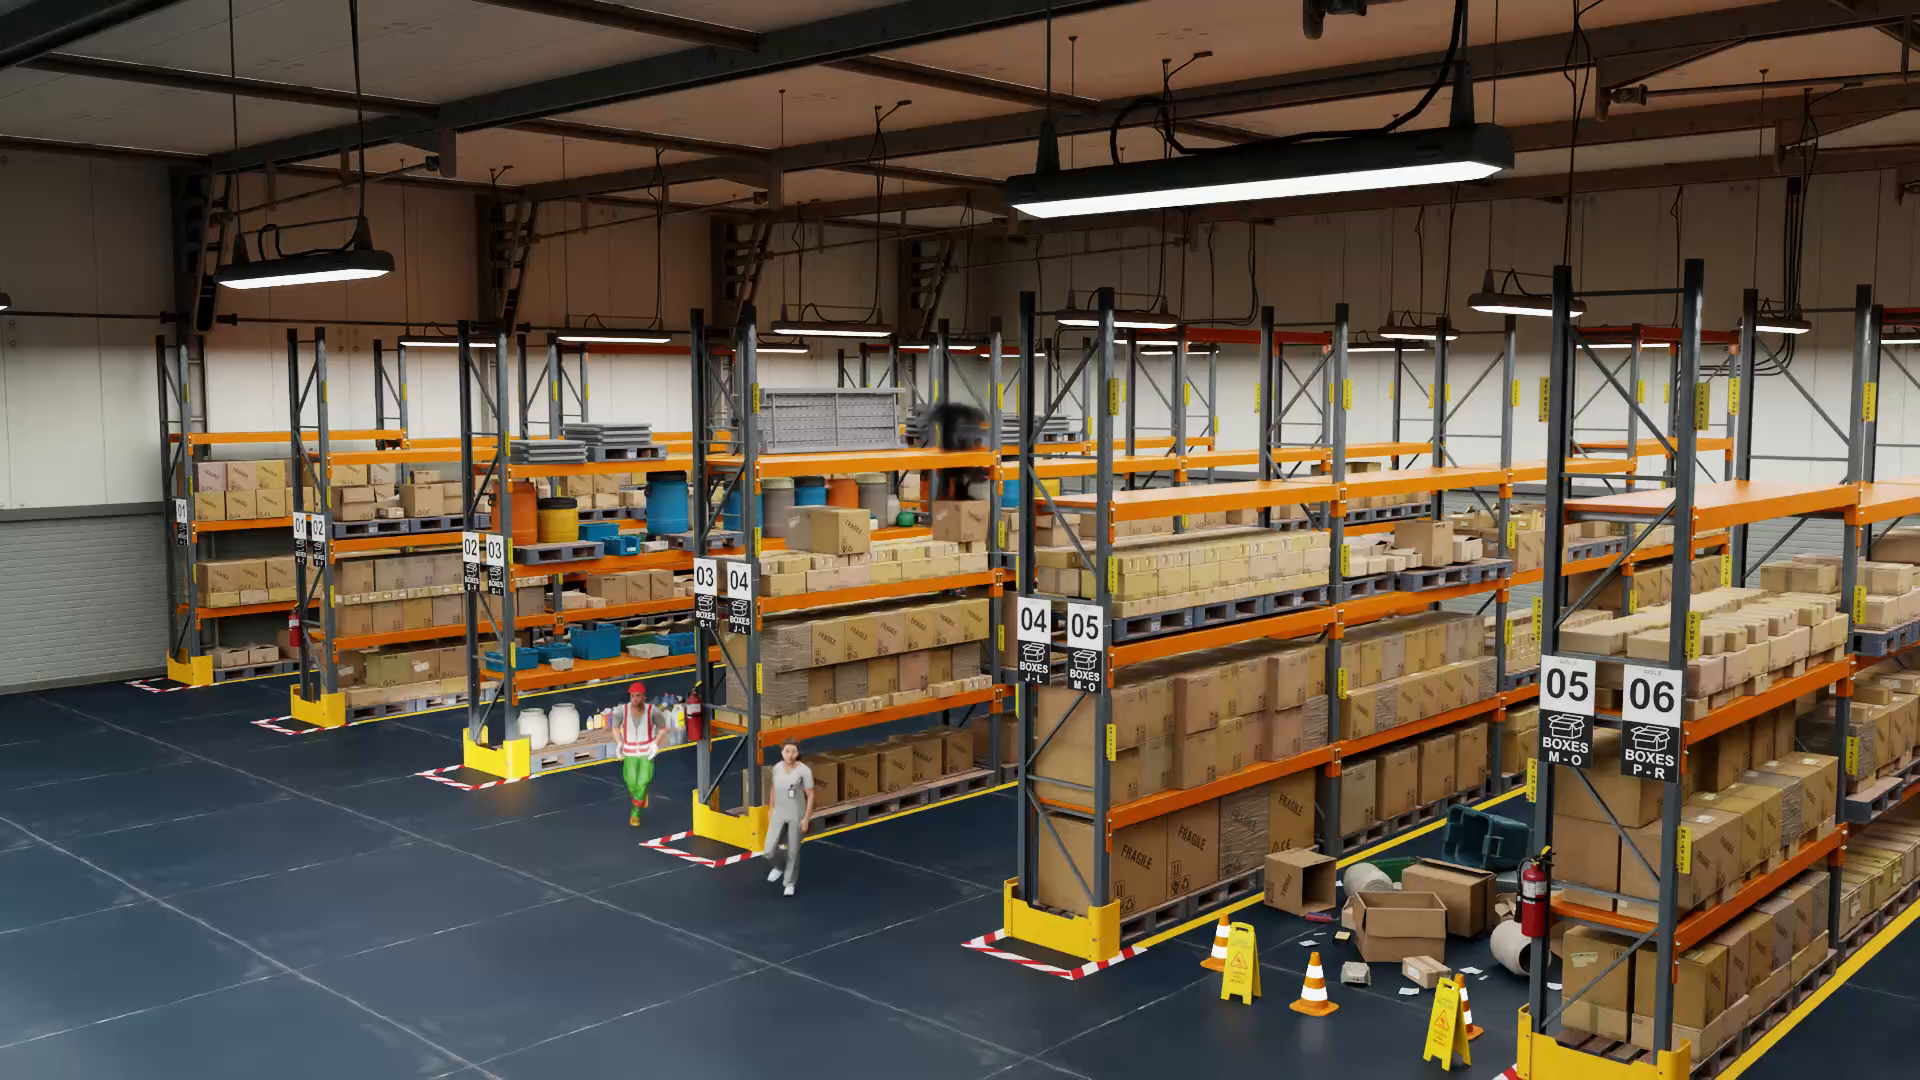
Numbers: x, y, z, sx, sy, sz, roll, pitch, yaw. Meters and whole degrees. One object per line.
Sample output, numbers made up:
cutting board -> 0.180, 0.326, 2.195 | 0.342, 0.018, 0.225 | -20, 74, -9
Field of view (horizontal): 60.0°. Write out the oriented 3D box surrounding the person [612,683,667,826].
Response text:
person -> -3.776, 2.492, 19.612 | 0.643, 1.697, 0.667 | 0, 5, -3

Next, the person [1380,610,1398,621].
person -> 7.007, 1.840, 26.778 | 0.901, 1.690, 0.610 | -5, 7, -42

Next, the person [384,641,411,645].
person -> -9.919, 1.617, 29.204 | 0.753, 1.668, 1.035 | 1, 5, 8

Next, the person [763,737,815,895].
person -> -1.710, 2.779, 16.742 | 0.568, 1.640, 0.535 | 1, 6, 12
